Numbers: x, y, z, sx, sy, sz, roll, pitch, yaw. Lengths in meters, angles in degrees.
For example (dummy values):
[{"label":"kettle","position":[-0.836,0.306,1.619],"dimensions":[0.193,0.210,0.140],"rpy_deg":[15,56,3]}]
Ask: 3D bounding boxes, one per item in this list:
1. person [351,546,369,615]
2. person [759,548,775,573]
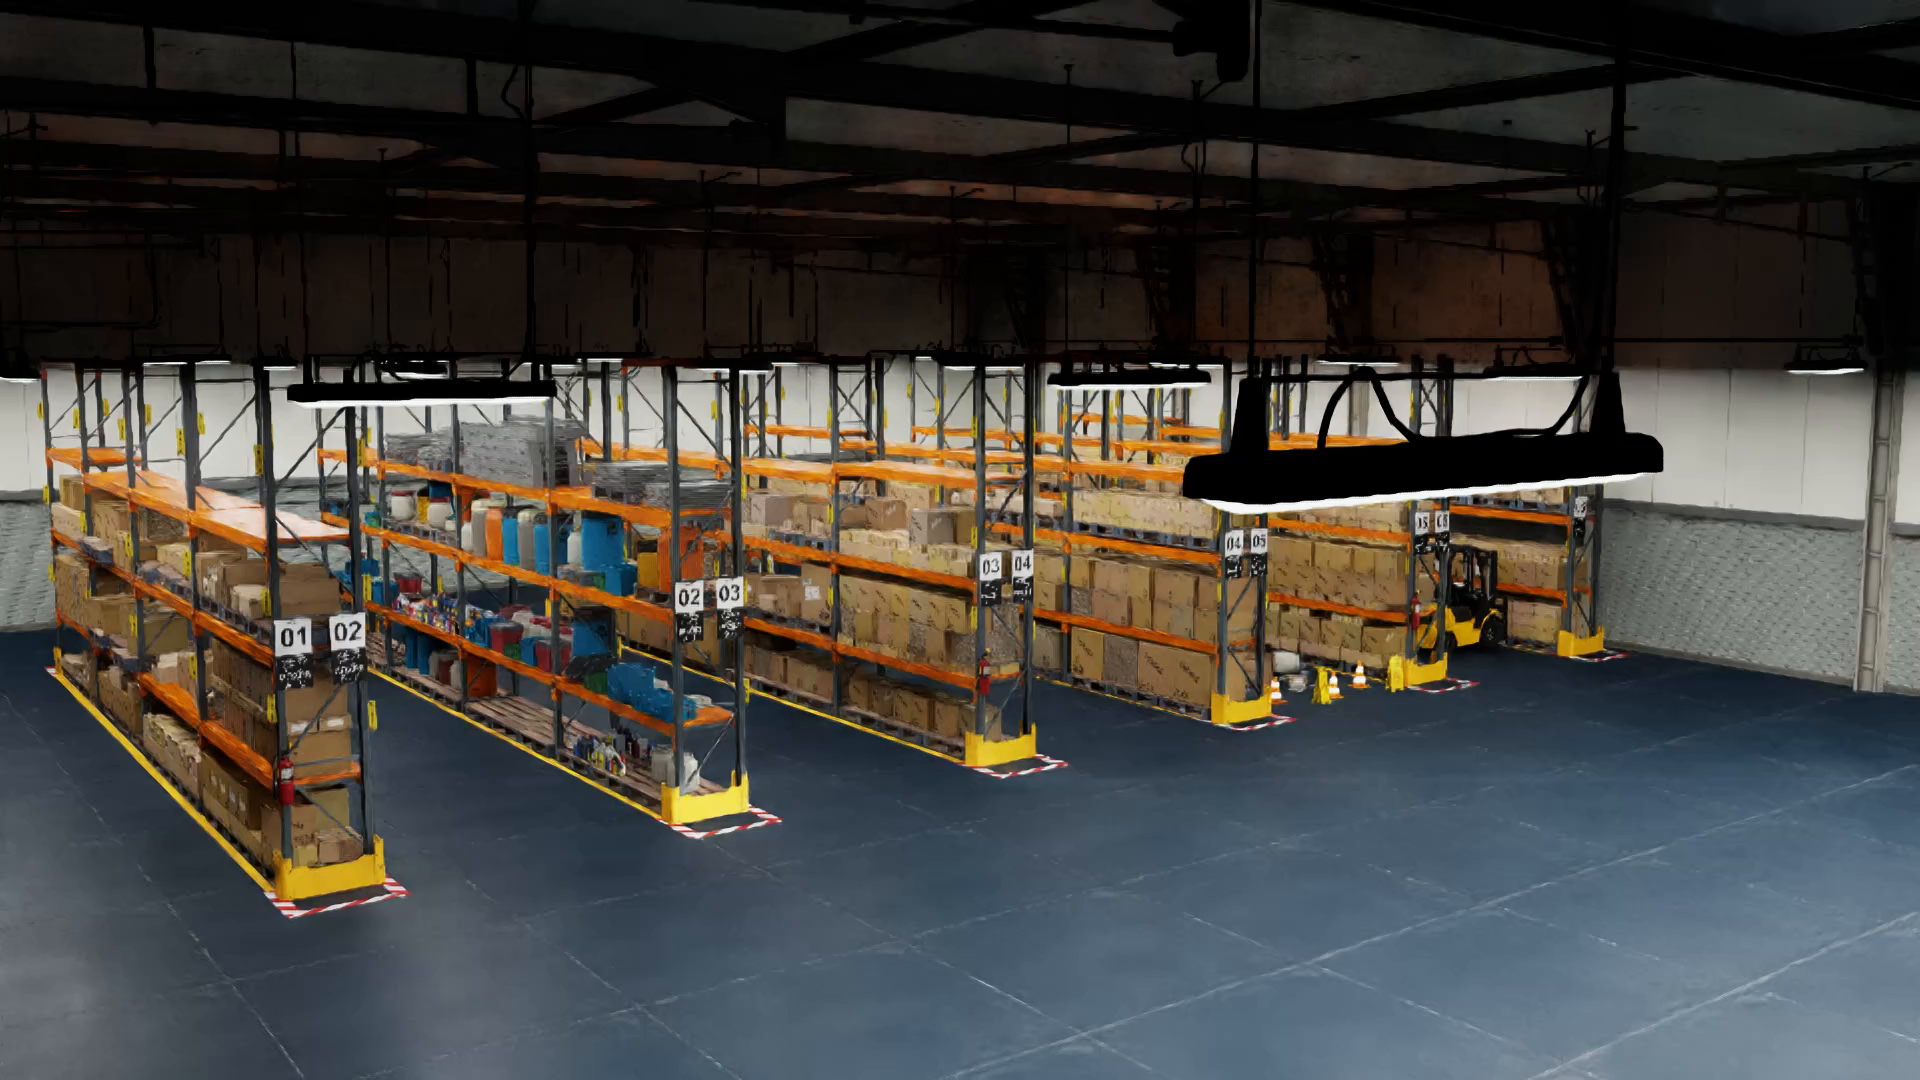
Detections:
[{"label":"person","position":[-13.796,0.936,38.319],"dimensions":[0.552,1.625,0.531],"rpy_deg":[-6,9,-39]},{"label":"person","position":[-4.372,0.945,37.434],"dimensions":[0.560,1.770,0.627],"rpy_deg":[-1,7,-7]}]
